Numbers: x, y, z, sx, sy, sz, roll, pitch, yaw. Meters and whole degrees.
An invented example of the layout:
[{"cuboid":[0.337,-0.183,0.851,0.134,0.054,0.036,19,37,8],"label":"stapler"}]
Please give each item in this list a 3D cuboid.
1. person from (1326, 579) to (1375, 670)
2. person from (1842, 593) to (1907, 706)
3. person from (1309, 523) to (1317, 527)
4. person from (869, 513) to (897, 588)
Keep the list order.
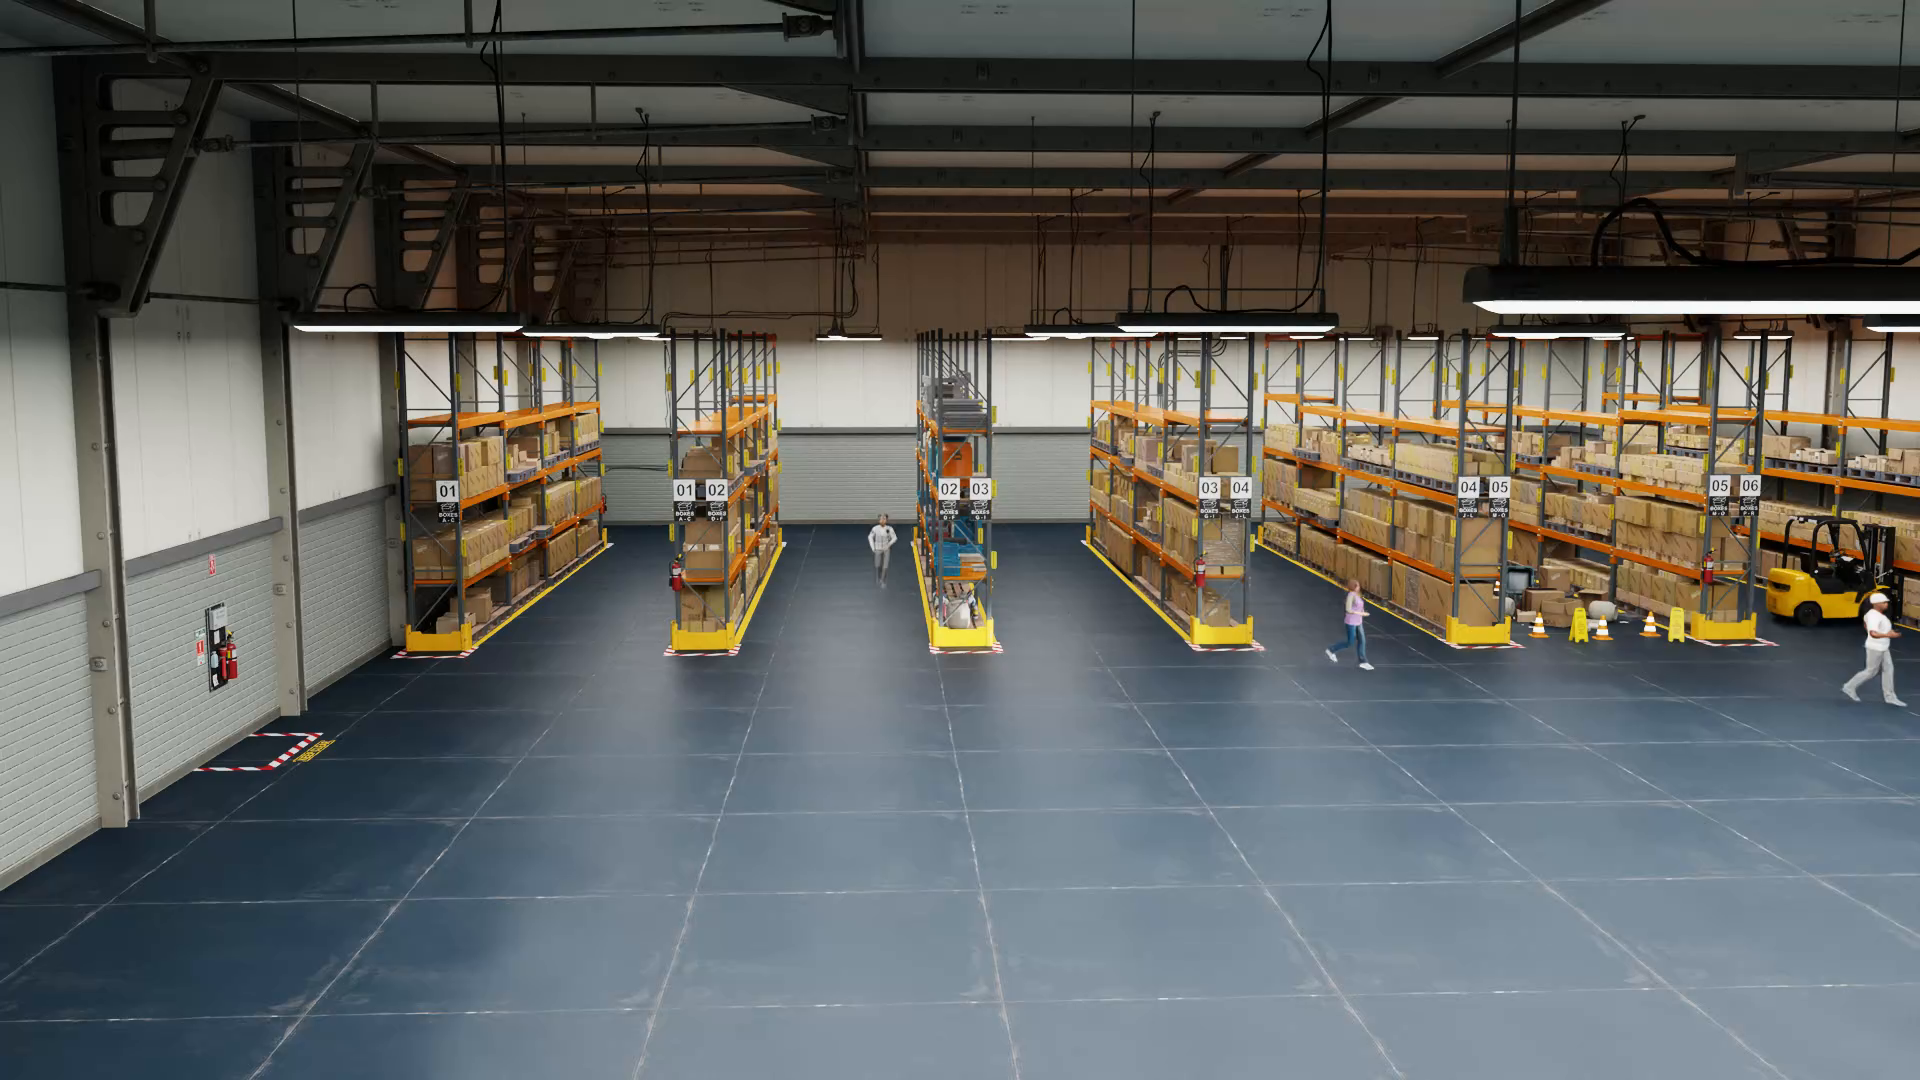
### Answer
[{"cuboid":[6.890,1.482,29.289,0.878,1.592,0.546,4,8,31],"label":"person"},{"cuboid":[14.510,1.719,26.298,0.911,1.765,0.697,6,9,39],"label":"person"},{"cuboid":[10.348,-0.795,48.713,0.463,1.638,0.771,6,9,40],"label":"person"},{"cuboid":[-1.731,0.236,37.162,0.645,1.683,0.503,0,7,1],"label":"person"}]
